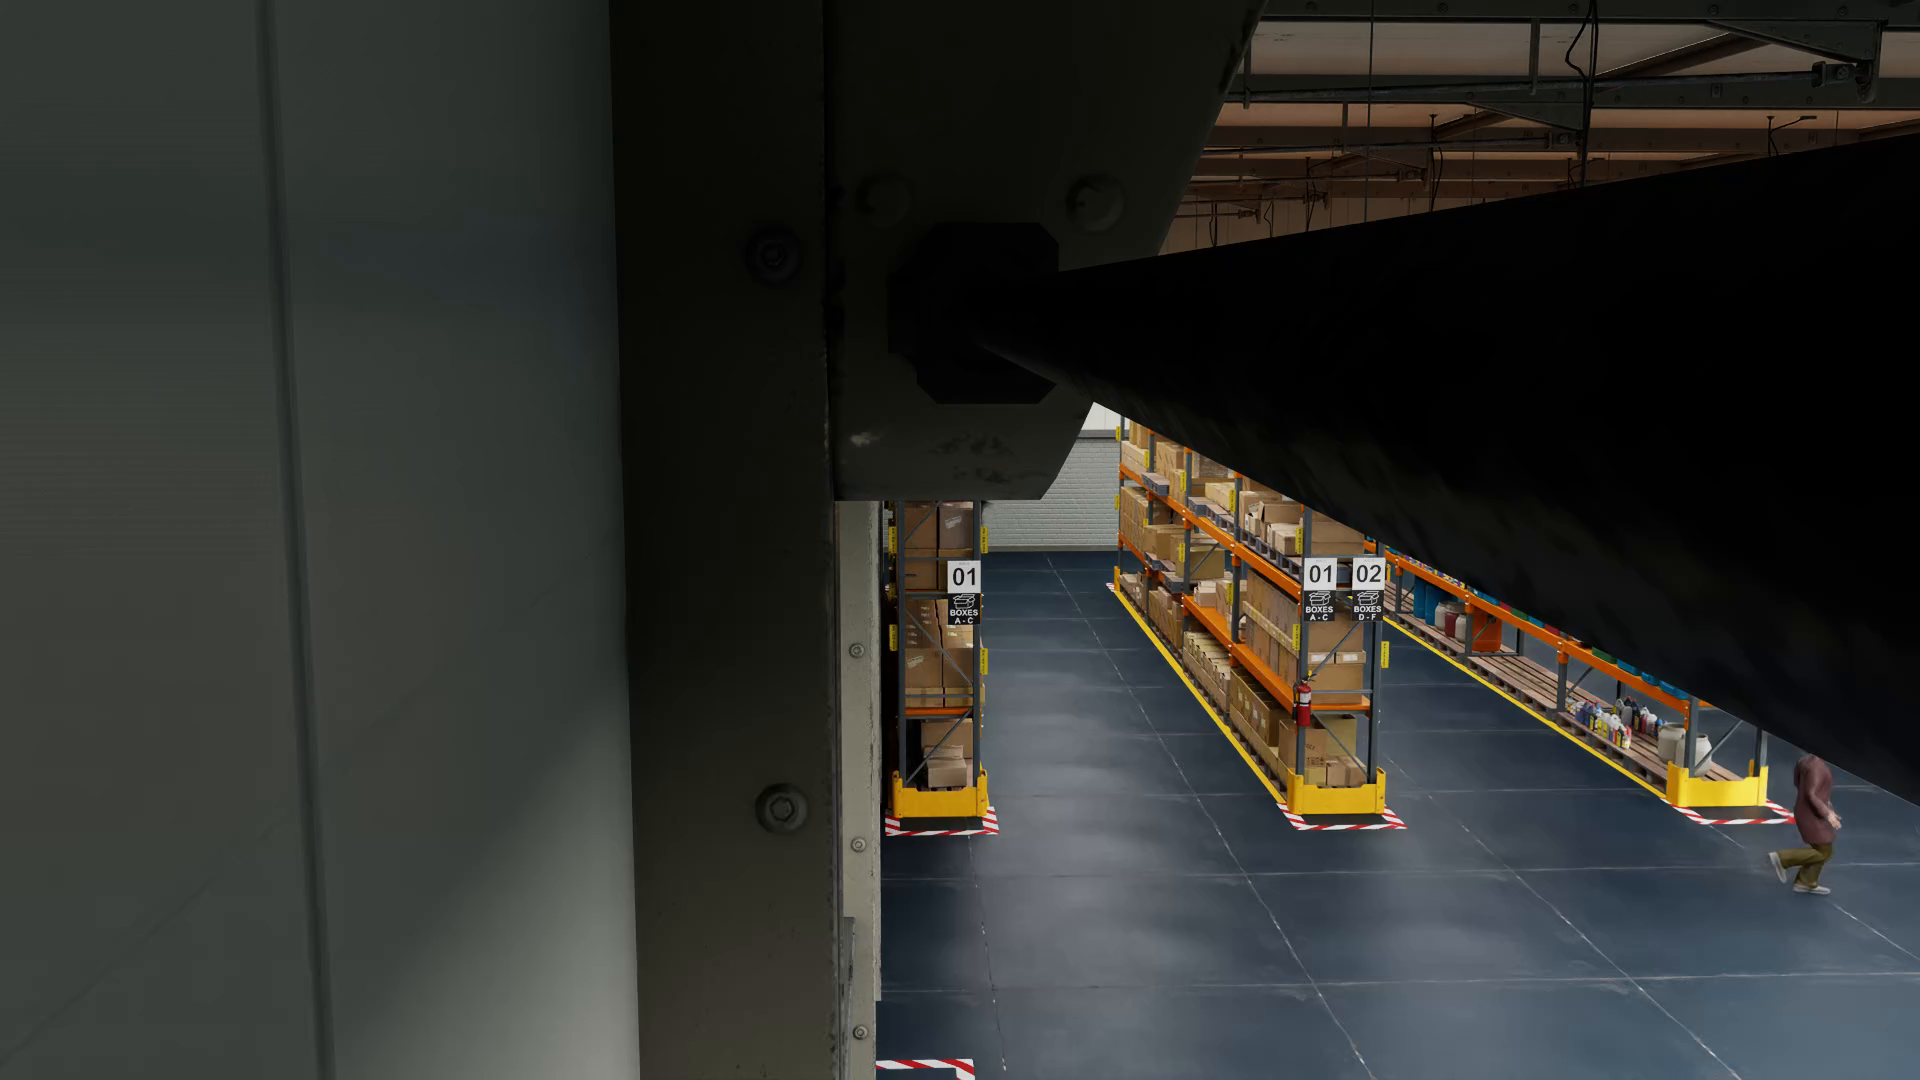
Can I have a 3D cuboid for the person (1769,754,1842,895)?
[{"bbox_3d":[9.021,2.939,17.780,0.672,1.727,0.695,2,9,15],"label":"person"}]
